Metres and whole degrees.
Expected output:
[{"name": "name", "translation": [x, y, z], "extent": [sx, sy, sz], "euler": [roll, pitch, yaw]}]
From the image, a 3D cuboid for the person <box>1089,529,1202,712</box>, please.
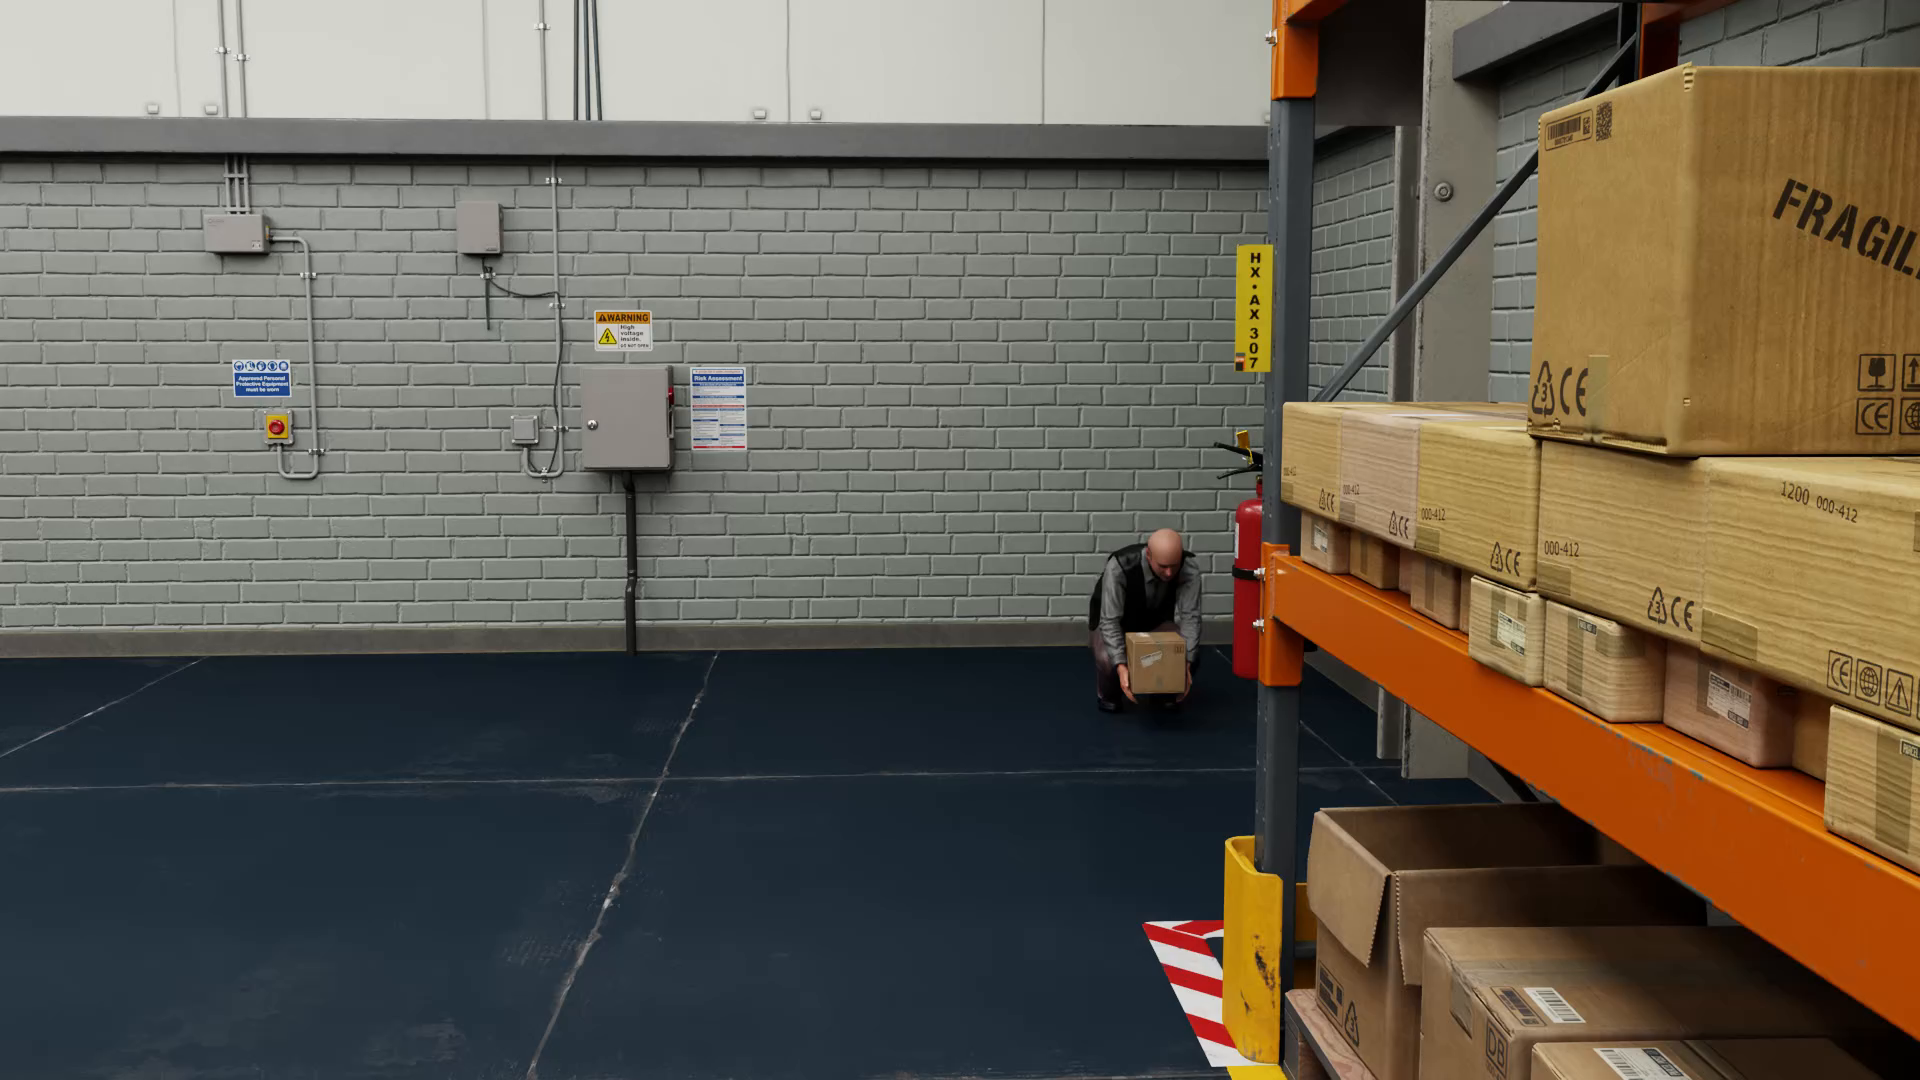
[{"name": "person", "translation": [0.921, 0.395, 8.274], "extent": [0.530, 0.966, 0.869], "euler": [0, 7, -4]}]
